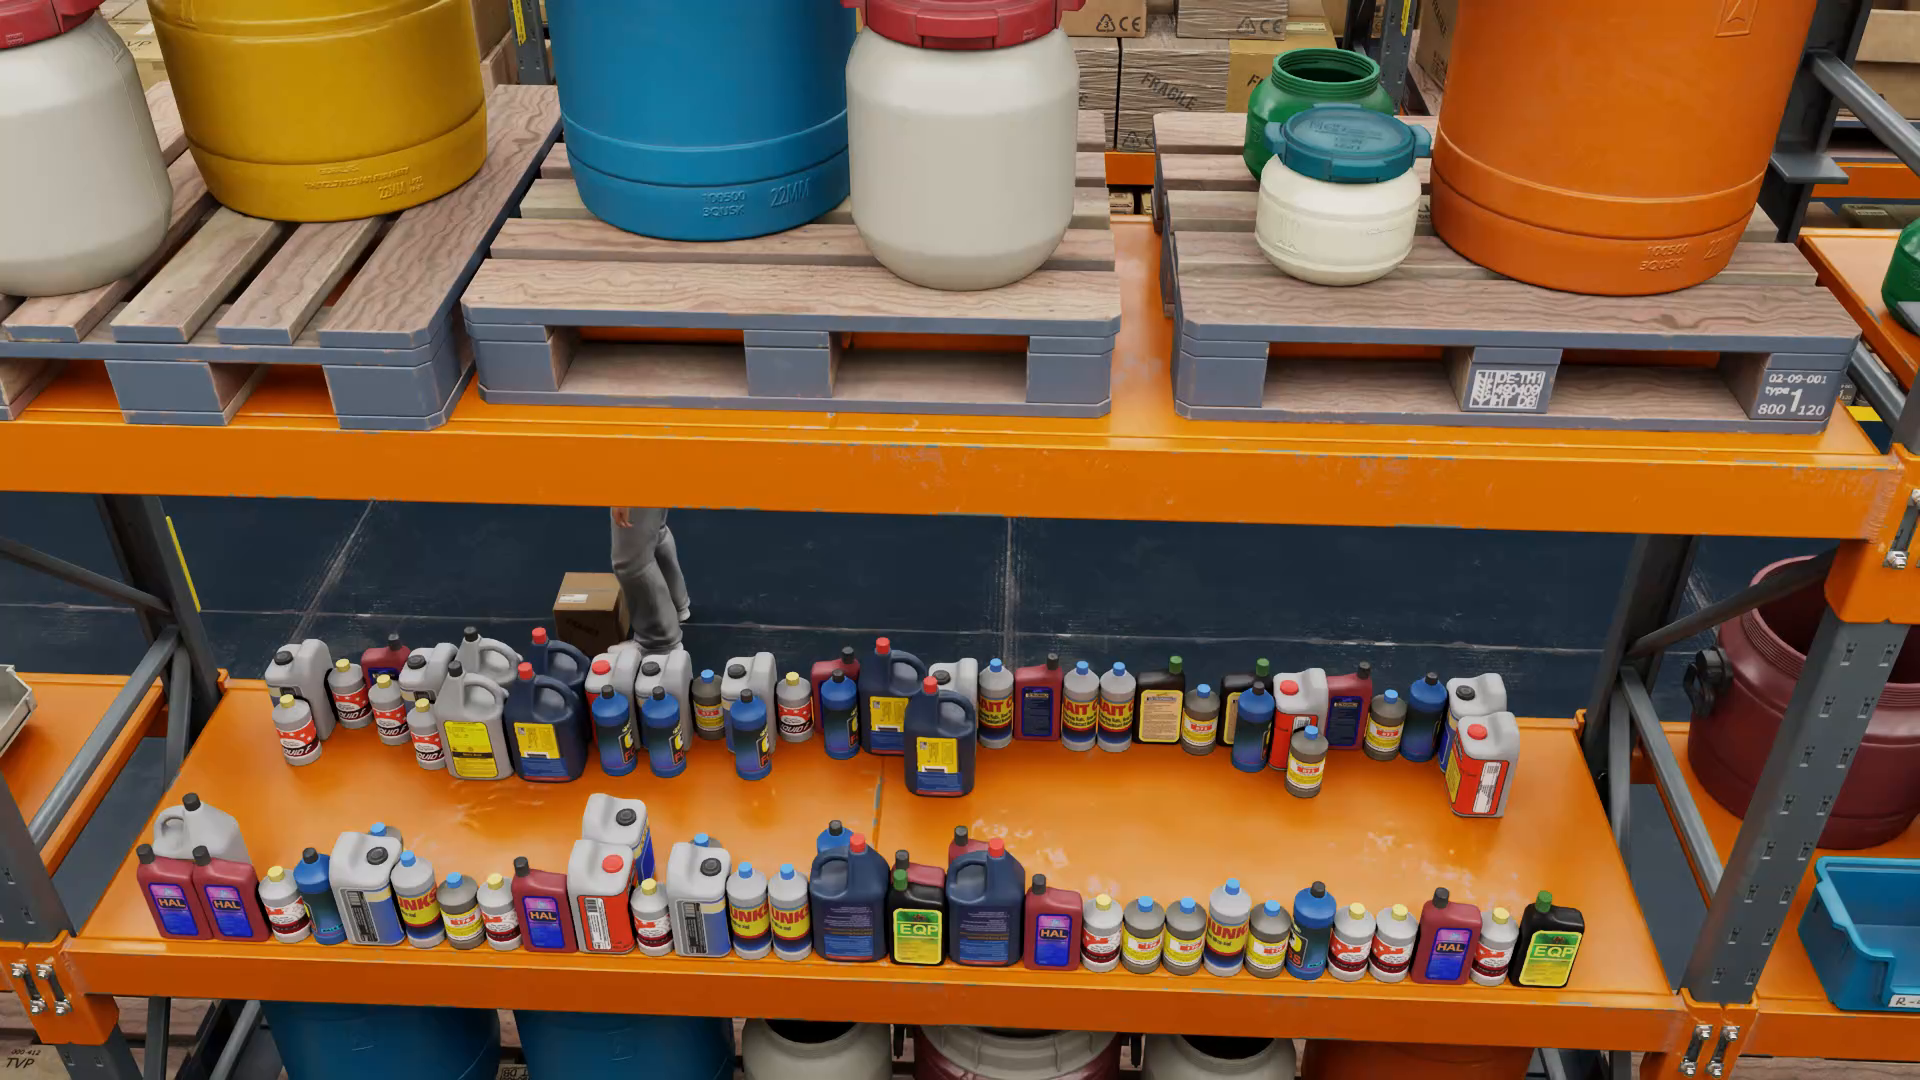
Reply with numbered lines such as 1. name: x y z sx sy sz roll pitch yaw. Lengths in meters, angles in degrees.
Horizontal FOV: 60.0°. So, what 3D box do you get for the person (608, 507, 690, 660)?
1. person: -1.281 -0.264 6.515 0.362 1.671 0.510 -1 36 -1
